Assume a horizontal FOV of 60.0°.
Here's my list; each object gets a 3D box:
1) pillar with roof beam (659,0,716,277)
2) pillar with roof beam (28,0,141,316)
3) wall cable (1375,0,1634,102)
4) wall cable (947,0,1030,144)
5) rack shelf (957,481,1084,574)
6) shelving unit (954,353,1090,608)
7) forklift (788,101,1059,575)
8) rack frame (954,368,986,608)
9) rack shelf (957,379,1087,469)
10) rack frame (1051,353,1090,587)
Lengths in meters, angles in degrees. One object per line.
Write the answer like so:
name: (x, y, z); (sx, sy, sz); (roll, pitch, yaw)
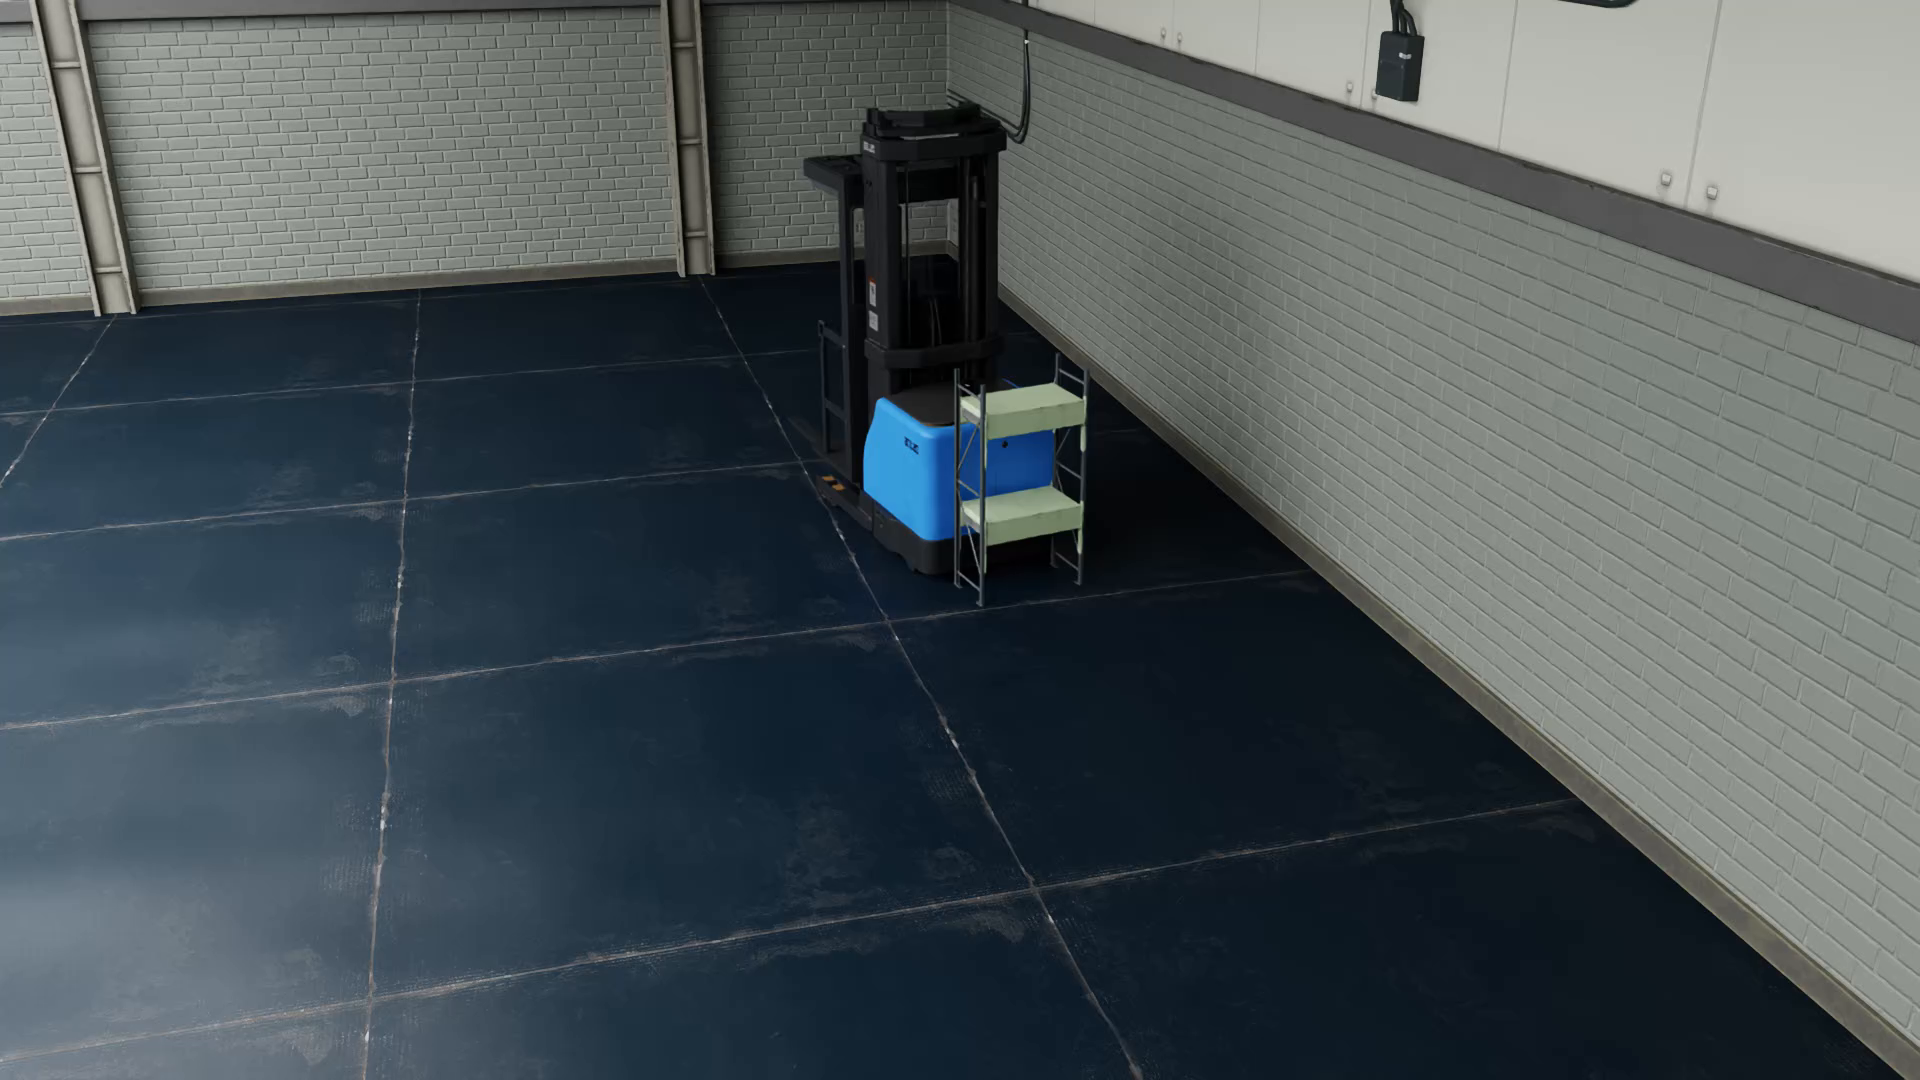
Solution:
pillar with roof beam: (-1.814, -5.522, 13.207); (0.400, 9.000, 9.100); (-6, 24, -14)
pillar with roof beam: (-7.591, -4.883, 11.717); (0.400, 9.000, 9.100); (-6, 24, -14)
wall cable: (2.766, -4.925, 7.503); (0.169, 6.003, 2.305); (-6, 24, -14)
wall cable: (0.217, -5.541, 17.189); (0.112, 2.526, 3.097); (-6, 24, -14)
rack shelf: (0.389, -0.089, 10.883); (0.720, 0.370, 0.431); (-11, 26, -24)
shelving unit: (0.389, -0.389, 10.754); (0.755, 1.500, 0.431); (-11, 26, -24)
forklift: (-0.425, -1.662, 11.907); (1.130, 2.935, 3.031); (-11, 26, -24)
rack frame: (0.061, -0.325, 10.605); (0.023, 1.500, 0.400); (-11, 26, -24)
rack shelf: (0.389, -0.747, 10.600); (0.720, 0.370, 0.431); (-11, 26, -24)
rack frame: (0.717, -0.453, 10.903); (0.023, 1.500, 0.400); (-11, 26, -24)
